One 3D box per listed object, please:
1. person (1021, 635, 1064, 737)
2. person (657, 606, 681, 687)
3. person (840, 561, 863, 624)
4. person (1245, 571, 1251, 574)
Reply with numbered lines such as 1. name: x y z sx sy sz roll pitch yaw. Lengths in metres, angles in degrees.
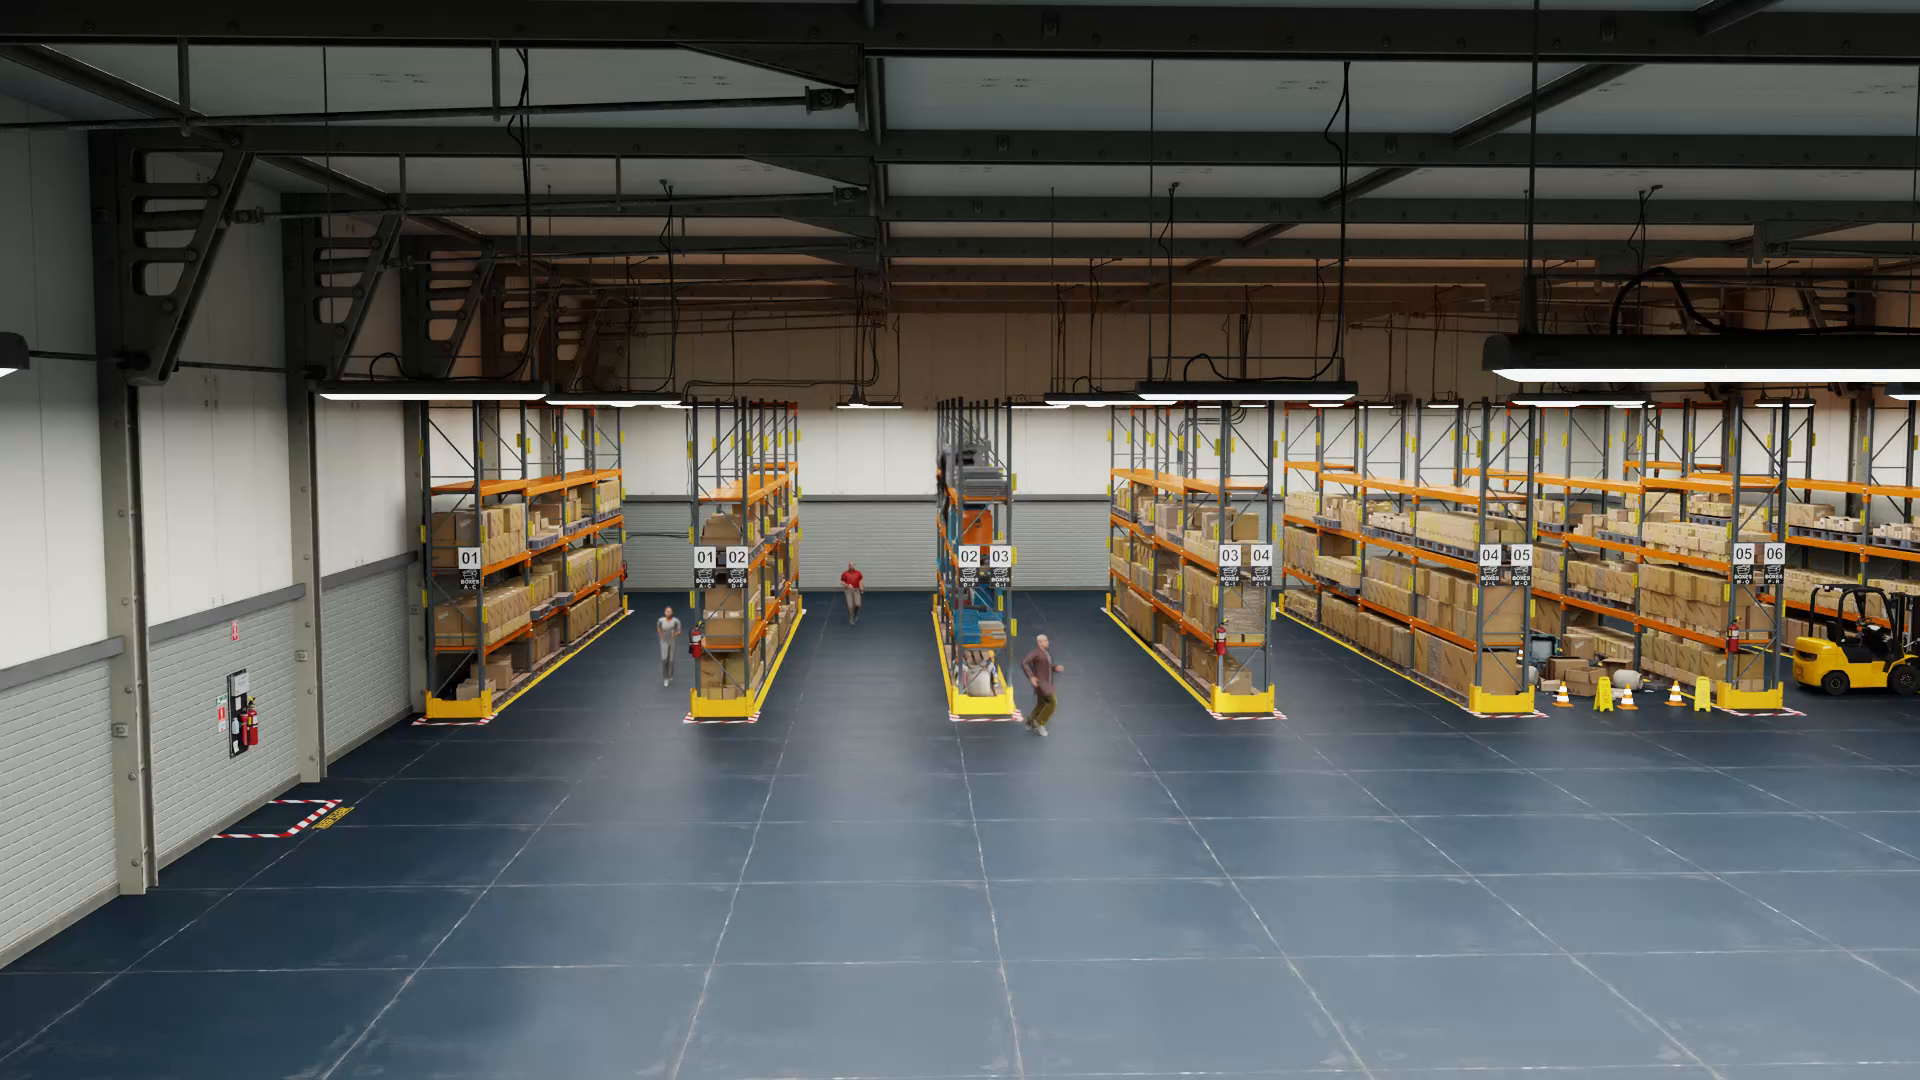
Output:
1. person: 1.490 2.614 29.401 0.747 1.706 0.674 2 5 24
2. person: -6.093 2.214 34.866 0.480 1.696 0.818 -1 5 -13
3. person: -2.883 1.422 44.737 0.652 1.687 0.602 -1 5 -12
4. person: 8.029 1.305 46.239 0.692 1.692 0.580 0 4 4
